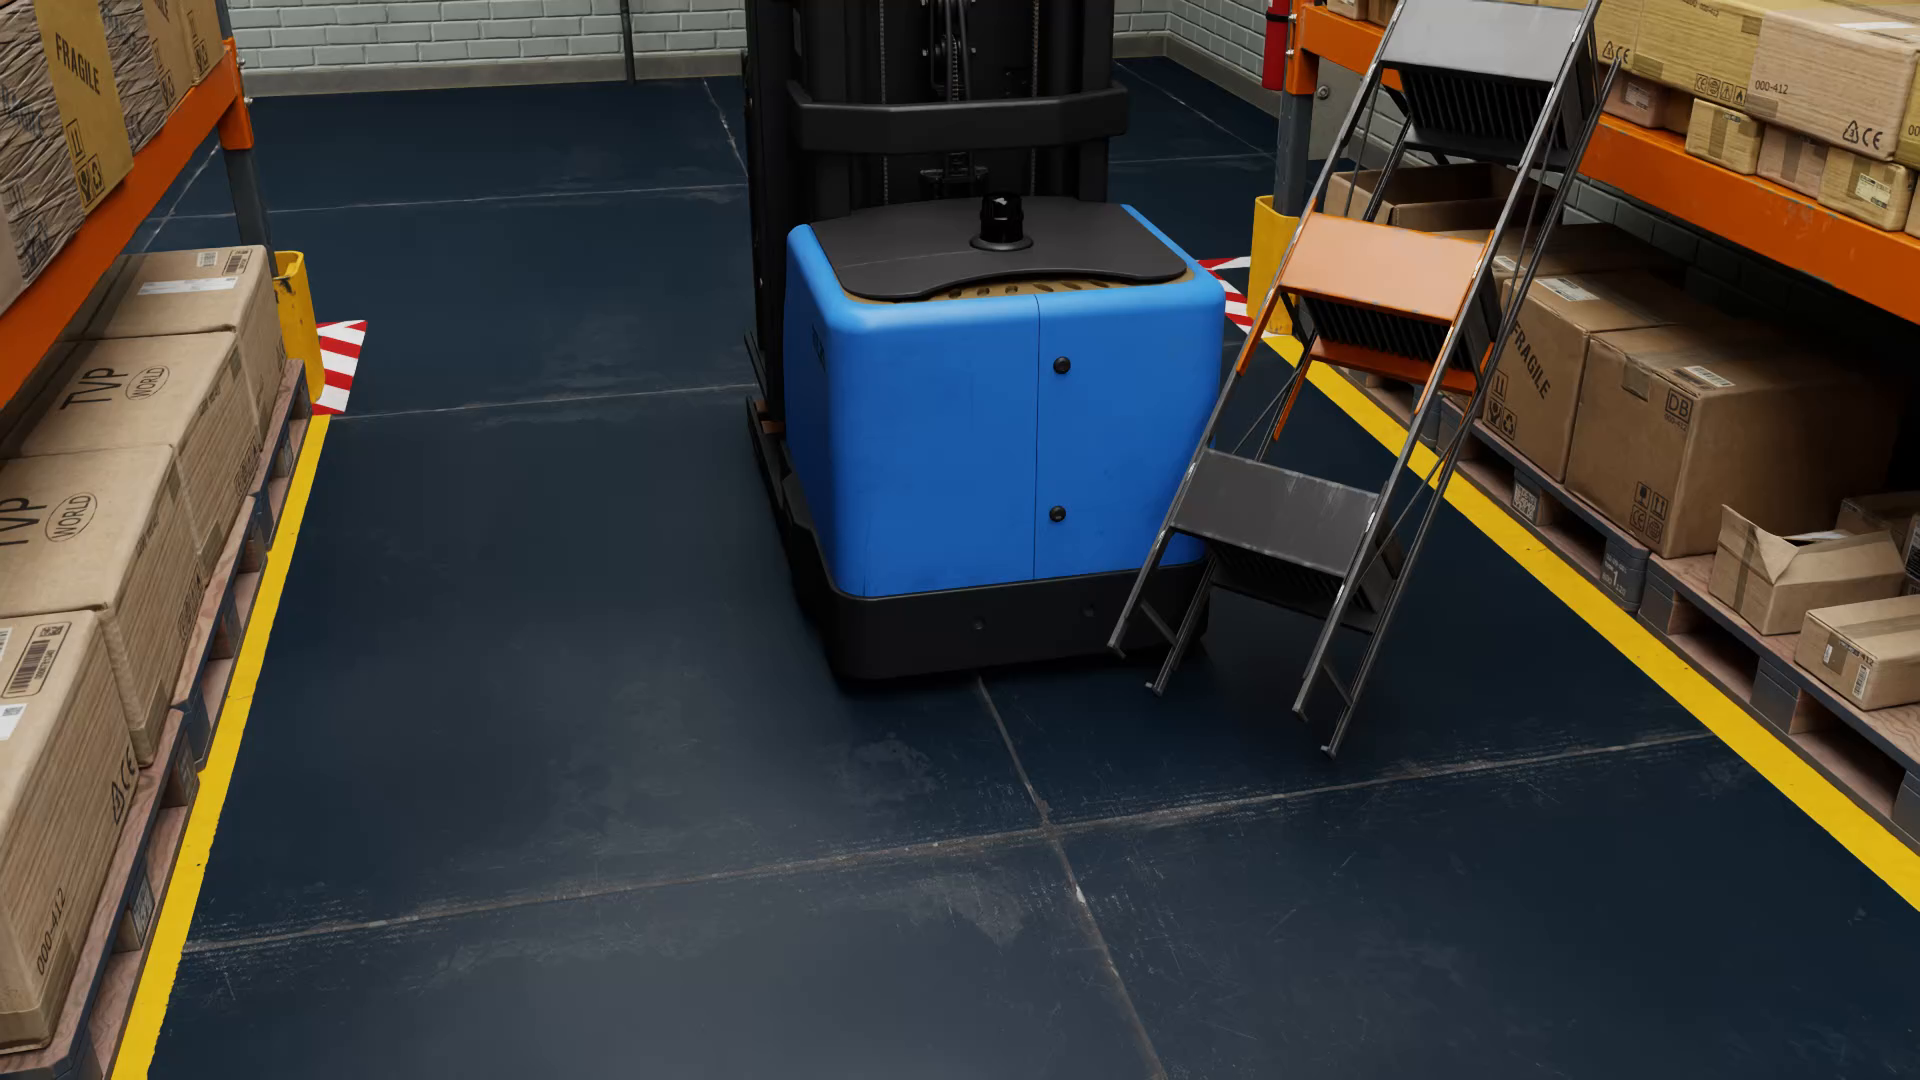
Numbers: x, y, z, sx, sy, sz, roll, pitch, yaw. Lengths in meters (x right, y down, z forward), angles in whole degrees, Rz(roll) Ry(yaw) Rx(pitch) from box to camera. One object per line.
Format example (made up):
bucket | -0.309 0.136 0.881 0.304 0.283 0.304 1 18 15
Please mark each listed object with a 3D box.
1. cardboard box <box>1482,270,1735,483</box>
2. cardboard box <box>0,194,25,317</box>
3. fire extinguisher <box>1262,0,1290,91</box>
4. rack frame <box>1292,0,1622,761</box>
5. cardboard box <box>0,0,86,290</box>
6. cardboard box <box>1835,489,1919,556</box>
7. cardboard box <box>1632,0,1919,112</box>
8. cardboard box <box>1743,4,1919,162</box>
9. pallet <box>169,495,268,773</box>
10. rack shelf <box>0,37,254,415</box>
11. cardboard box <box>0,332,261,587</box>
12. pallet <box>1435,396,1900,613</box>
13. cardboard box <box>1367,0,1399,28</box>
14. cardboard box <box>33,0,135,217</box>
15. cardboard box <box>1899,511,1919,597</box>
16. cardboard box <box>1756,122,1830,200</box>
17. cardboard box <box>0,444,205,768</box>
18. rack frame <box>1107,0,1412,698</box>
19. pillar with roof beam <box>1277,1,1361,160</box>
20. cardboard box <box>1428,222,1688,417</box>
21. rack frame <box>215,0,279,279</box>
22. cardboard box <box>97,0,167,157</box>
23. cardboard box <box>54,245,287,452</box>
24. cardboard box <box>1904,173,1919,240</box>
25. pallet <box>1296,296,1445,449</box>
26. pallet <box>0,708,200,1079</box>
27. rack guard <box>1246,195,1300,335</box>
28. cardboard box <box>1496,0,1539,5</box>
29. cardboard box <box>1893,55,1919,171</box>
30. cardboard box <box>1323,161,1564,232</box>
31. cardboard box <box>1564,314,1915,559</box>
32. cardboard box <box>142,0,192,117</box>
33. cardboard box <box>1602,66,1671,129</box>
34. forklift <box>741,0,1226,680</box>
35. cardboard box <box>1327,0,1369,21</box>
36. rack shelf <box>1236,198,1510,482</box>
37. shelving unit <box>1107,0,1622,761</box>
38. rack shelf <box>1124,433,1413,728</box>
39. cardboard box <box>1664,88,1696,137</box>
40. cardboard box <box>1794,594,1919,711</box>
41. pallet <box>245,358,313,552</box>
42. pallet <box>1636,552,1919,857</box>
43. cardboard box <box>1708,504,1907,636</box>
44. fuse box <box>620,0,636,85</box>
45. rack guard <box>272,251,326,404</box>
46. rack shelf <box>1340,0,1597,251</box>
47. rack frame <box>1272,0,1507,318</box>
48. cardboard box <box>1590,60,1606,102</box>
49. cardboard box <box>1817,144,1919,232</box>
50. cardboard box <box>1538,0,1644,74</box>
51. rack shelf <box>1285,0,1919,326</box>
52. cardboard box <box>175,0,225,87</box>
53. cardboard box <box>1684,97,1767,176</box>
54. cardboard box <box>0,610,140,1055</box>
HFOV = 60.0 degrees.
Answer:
cardboard box | 2.038 -0.529 5.277 0.500 0.500 0.500 -5 27 -11
cardboard box | -2.077 -0.594 2.986 0.500 0.500 0.500 -6 27 -11
fire extinguisher | 1.333 -2.173 6.727 0.296 0.674 0.183 -6 27 -12
rack frame | 1.284 -0.457 4.170 0.015 0.400 2.100 18 76 31
cardboard box | -2.183 -0.813 3.420 0.500 0.500 0.500 -6 27 -11
cardboard box | 2.701 -0.020 4.658 0.380 0.149 0.250 -6 27 -12
cardboard box | 2.139 -1.304 4.341 0.500 0.250 0.500 -6 27 -12
cardboard box | 2.238 -1.084 3.905 0.500 0.250 0.500 -6 27 -11
pallet | -2.491 0.271 4.478 1.003 0.211 1.213 -6 27 -12
rack shelf | -2.568 -0.652 4.011 1.077 0.370 4.000 -6 27 -12
cardboard box | -2.558 -0.214 4.723 0.875 0.438 0.875 -5 27 -10
pallet | 2.286 -0.194 5.400 1.003 0.211 1.213 -6 27 -12
cardboard box | 1.726 -1.965 6.094 0.380 0.149 0.250 -5 27 -10
cardboard box | -2.299 -1.039 3.868 0.500 0.500 0.500 -5 27 -10
cardboard box | 2.799 0.098 4.245 0.500 0.311 0.500 -5 27 -10
cardboard box | 2.205 -0.945 4.071 0.380 0.149 0.250 -5 27 -10
cardboard box | -2.357 0.182 3.938 0.875 0.438 0.875 -7 28 -13
rack frame | 0.885 -0.589 4.419 0.015 0.400 2.100 18 76 31
pillar with roof beam | -2.107 -5.873 6.899 9.100 9.000 0.400 -6 27 -12
cardboard box | 2.017 -0.771 5.757 0.700 0.500 0.500 -5 27 -9
rack frame | -3.019 -1.851 5.588 1.000 3.000 0.127 -6 27 -12
cardboard box | -2.428 -1.264 4.315 0.500 0.500 0.500 -5 27 -10
cardboard box | -2.773 -0.615 5.517 0.875 0.438 0.875 -7 28 -13
cardboard box | 2.320 -0.715 3.617 0.380 0.149 0.250 -5 27 -10
pallet | 2.014 -0.729 6.459 1.003 0.211 1.213 -6 27 -12
pallet | -2.212 0.808 3.415 1.003 0.211 1.213 -6 27 -12
rack guard | 1.833 -1.207 7.087 1.175 0.500 0.348 -6 27 -12
cardboard box | 1.887 -1.753 5.230 0.500 0.250 0.500 -6 27 -13
cardboard box | 2.365 -0.865 3.472 0.500 0.250 0.500 -5 27 -10
cardboard box | 1.862 -1.152 6.507 0.797 0.503 0.637 -7 28 -14
cardboard box | 2.251 -0.315 4.854 0.700 0.500 0.500 -7 28 -14
cardboard box | -2.554 -1.489 4.760 0.500 0.500 0.500 -7 28 -13
cardboard box | 2.070 -1.282 4.740 0.380 0.149 0.250 -6 27 -12
forklift | -0.139 -1.585 5.138 1.130 2.935 3.031 -6 27 -11
cardboard box | 1.623 -2.072 6.306 0.380 0.149 0.250 -6 27 -12
rack shelf | 1.079 -0.511 4.292 0.480 0.431 0.518 18 76 31
shelving unit | 1.085 -0.523 4.295 0.503 0.431 2.100 18 76 31
rack shelf | 0.782 0.105 4.143 0.480 0.431 0.518 18 76 31
cardboard box | 2.171 -1.179 4.535 0.380 0.149 0.250 -6 27 -11
cardboard box | 2.306 0.270 4.085 0.380 0.149 0.250 -7 28 -13
pallet | -2.762 -0.263 5.537 1.003 0.211 1.213 -6 27 -12
pallet | 2.564 0.343 4.337 1.003 0.211 1.213 -6 27 -12
cardboard box | 2.226 0.061 4.369 0.396 0.266 0.258 -5 27 -10
fuse box | -2.233 -3.898 11.074 0.539 1.711 0.414 -6 27 -12
rack guard | -3.024 -0.746 6.173 1.175 0.500 0.348 -6 27 -12
rack shelf | 1.375 -1.128 4.441 0.480 0.431 0.518 18 76 31
rack frame | 1.816 -2.357 6.590 1.000 3.000 0.127 -6 27 -12
cardboard box | 1.944 -1.388 4.950 0.380 0.149 0.250 -5 27 -10
cardboard box | 2.238 -0.827 3.838 0.380 0.149 0.250 -5 27 -10
cardboard box | 2.023 -1.530 4.789 0.500 0.250 0.500 -7 28 -13
rack shelf | 2.267 -1.158 5.013 1.077 0.370 4.000 -6 27 -12
cardboard box | -2.652 -1.711 5.200 0.500 0.500 0.500 -6 27 -11
cardboard box | 2.120 -1.054 4.288 0.380 0.149 0.250 -6 27 -12
cardboard box | -2.154 0.575 3.160 0.875 0.438 0.875 -6 27 -12
